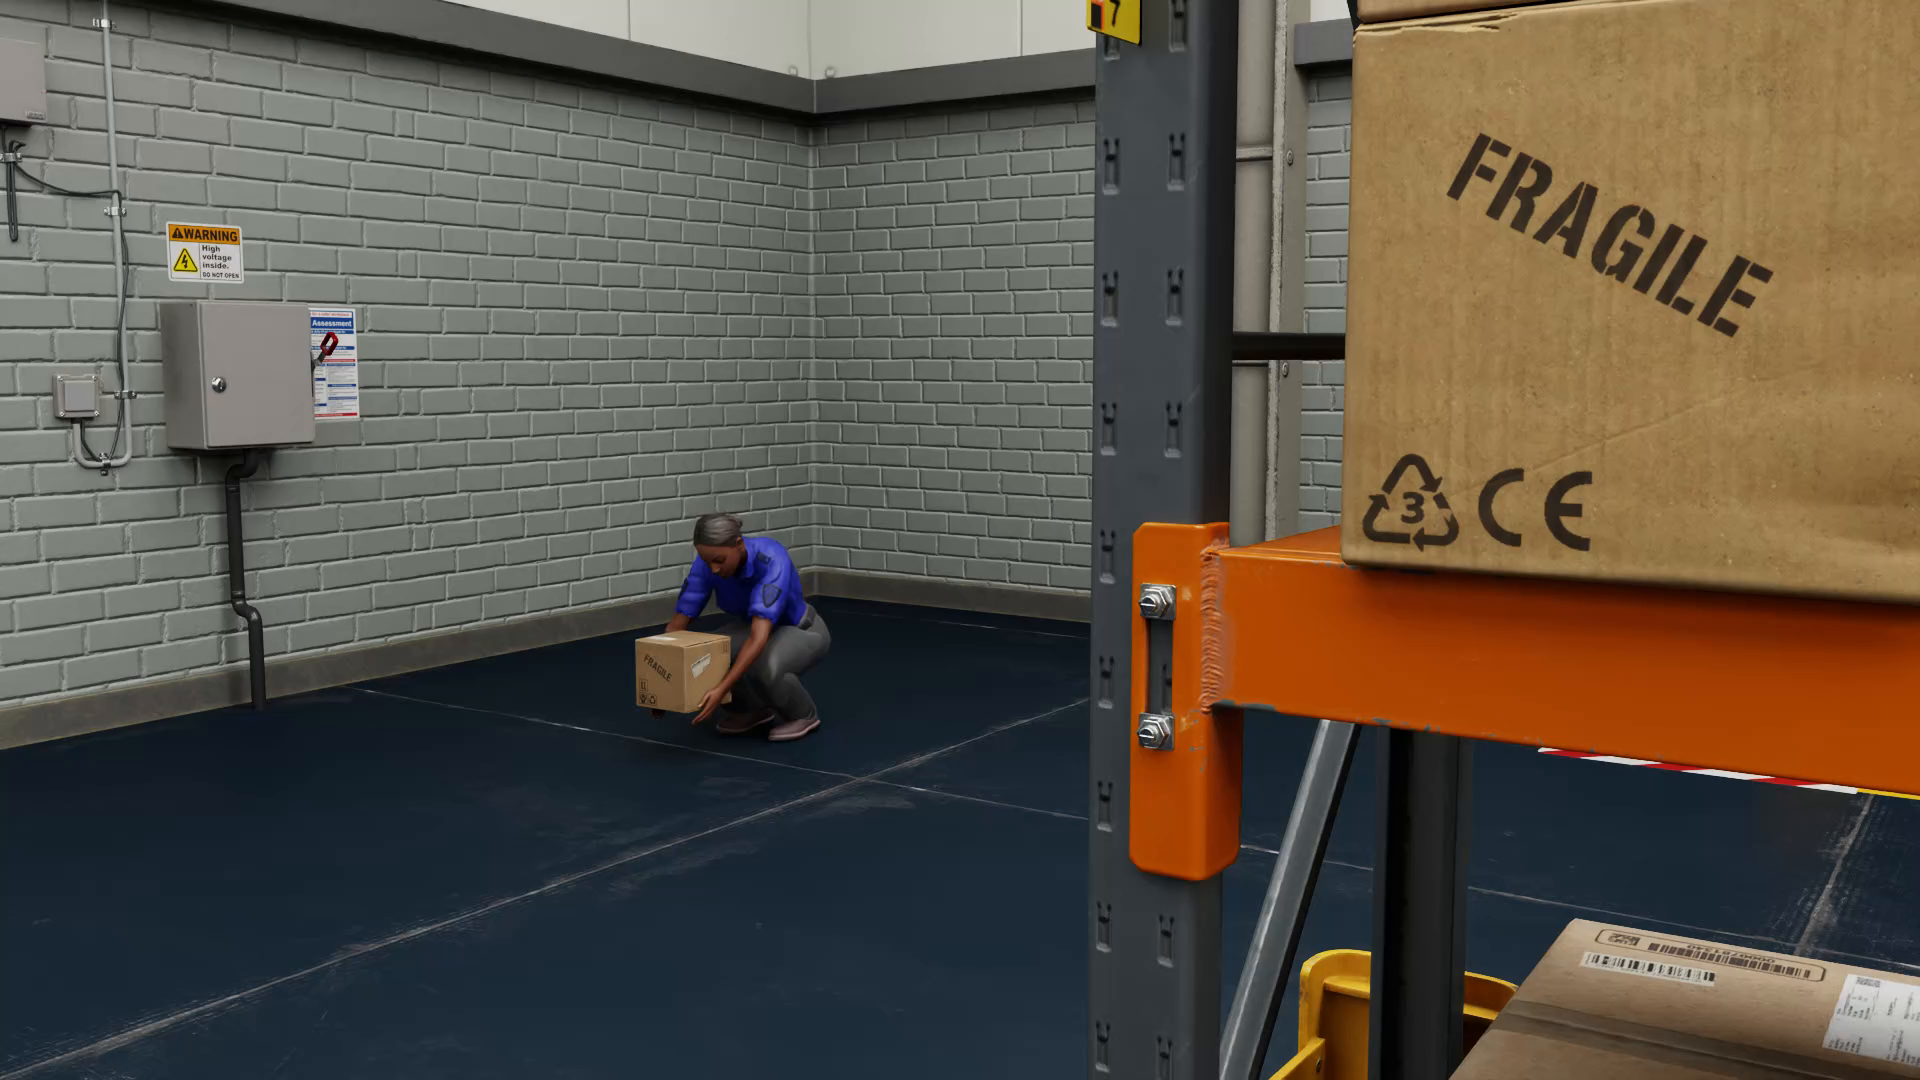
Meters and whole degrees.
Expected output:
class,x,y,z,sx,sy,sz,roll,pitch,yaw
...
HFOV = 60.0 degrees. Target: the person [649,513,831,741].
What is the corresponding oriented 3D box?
class,x,y,z,sx,sy,sz,roll,pitch,yaw
person,-0.835,0.332,6.447,0.503,0.919,0.827,4,8,34
